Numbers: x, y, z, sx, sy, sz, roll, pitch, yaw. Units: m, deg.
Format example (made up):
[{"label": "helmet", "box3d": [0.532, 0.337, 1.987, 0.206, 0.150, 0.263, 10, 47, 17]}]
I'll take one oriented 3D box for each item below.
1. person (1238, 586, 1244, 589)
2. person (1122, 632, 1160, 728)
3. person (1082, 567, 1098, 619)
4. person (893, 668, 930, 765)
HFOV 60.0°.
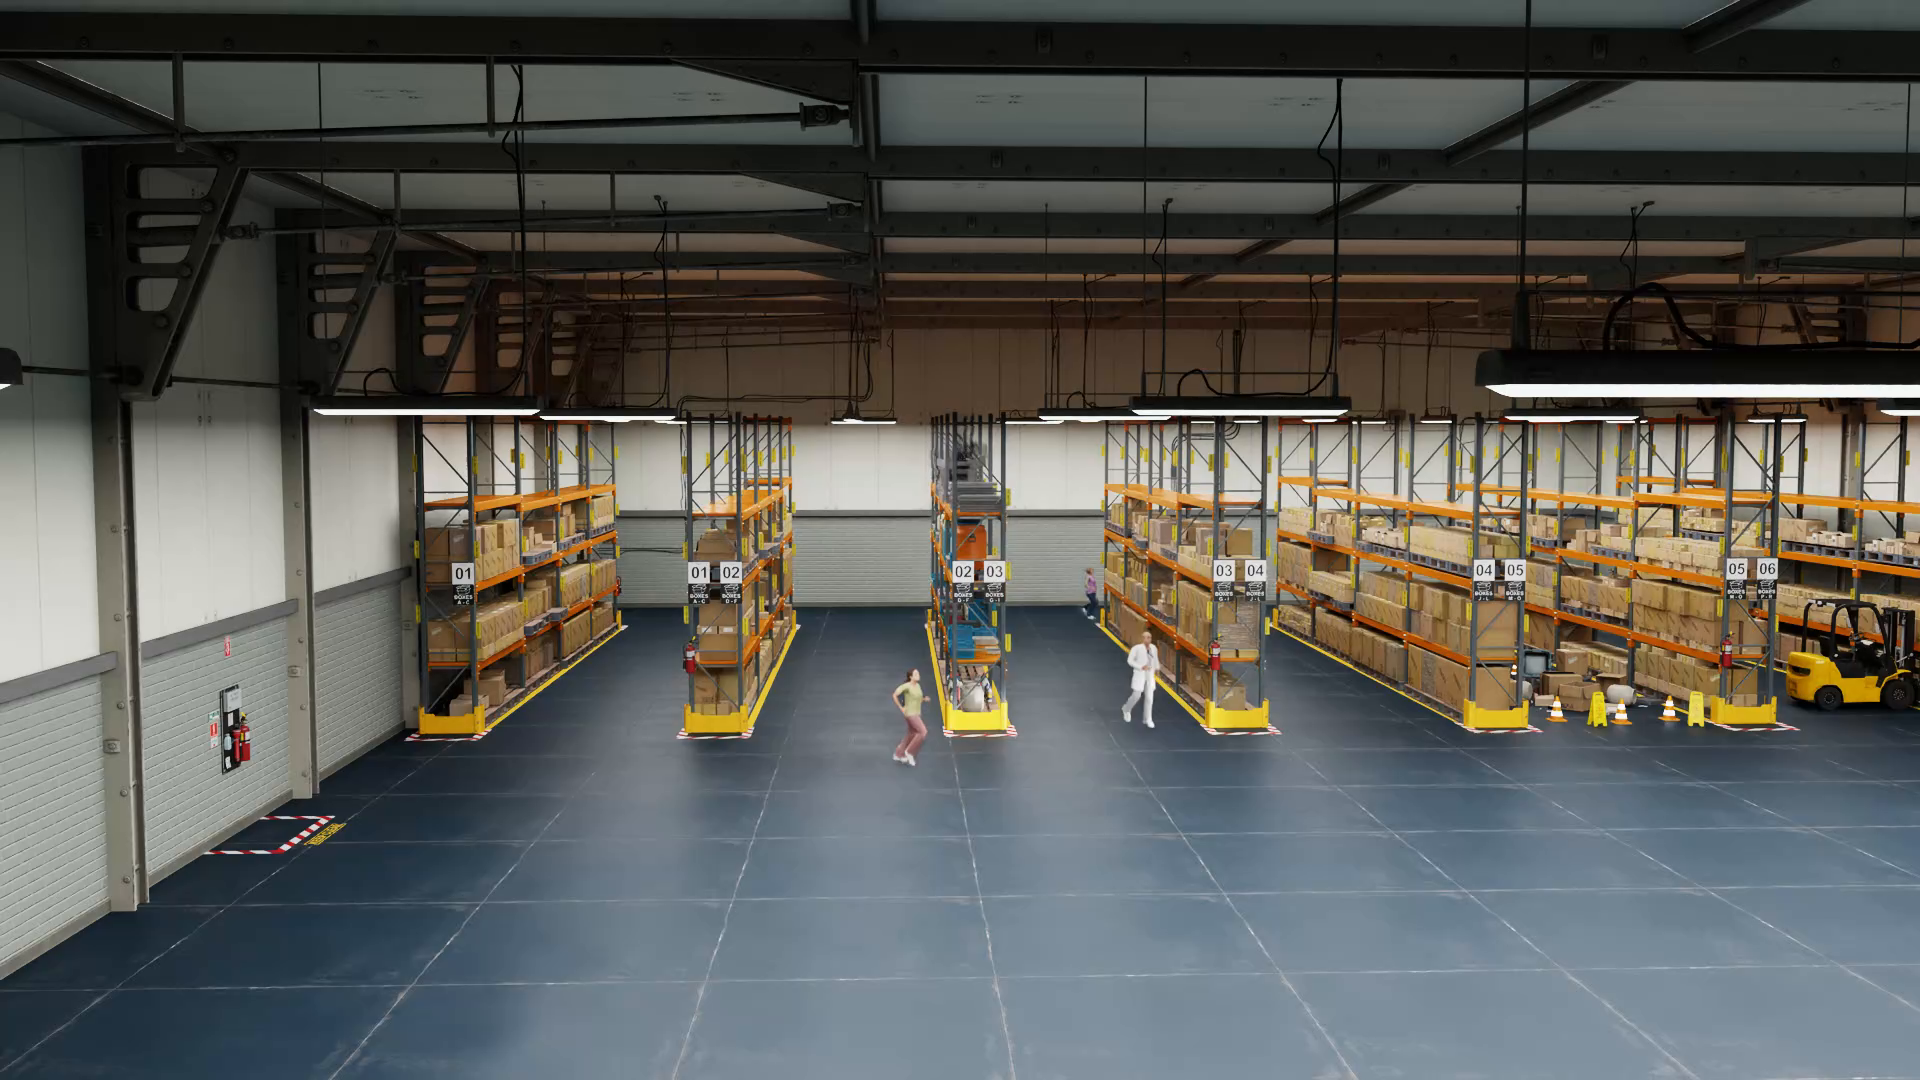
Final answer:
[{"label": "person", "box3d": [7.801, 1.640, 47.036, 0.725, 1.743, 0.955, 2, 4, 22]}, {"label": "person", "box3d": [3.544, 2.662, 31.997, 0.761, 1.798, 0.940, -2, 4, -24]}, {"label": "person", "box3d": [3.873, 1.577, 49.556, 0.562, 1.550, 0.533, 2, 4, 27]}, {"label": "person", "box3d": [-0.821, 2.976, 28.141, 0.691, 1.641, 0.568, 2, 4, 26]}]
